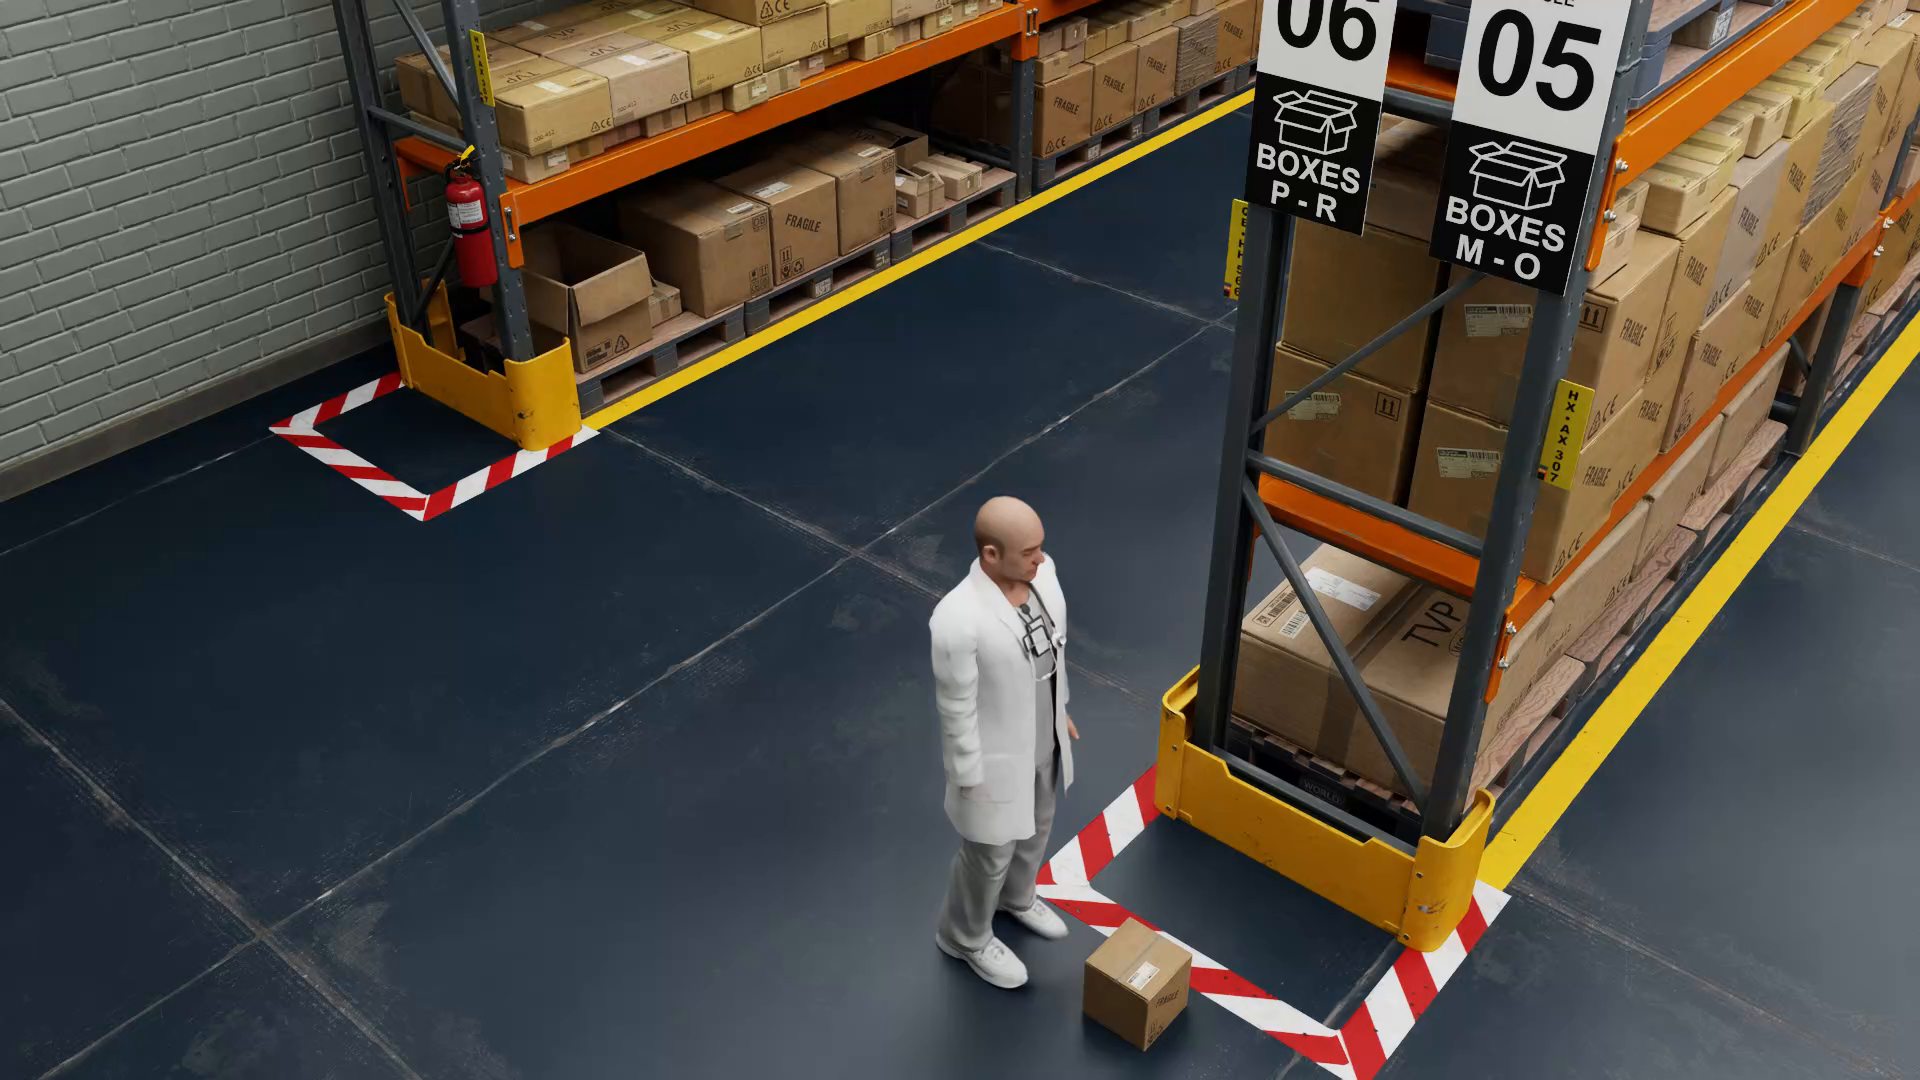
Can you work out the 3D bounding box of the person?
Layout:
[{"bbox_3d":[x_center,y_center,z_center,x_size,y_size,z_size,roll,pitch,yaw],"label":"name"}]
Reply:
[{"bbox_3d":[0.156,0.643,5.249,0.394,1.799,0.554,24,41,30],"label":"person"}]
